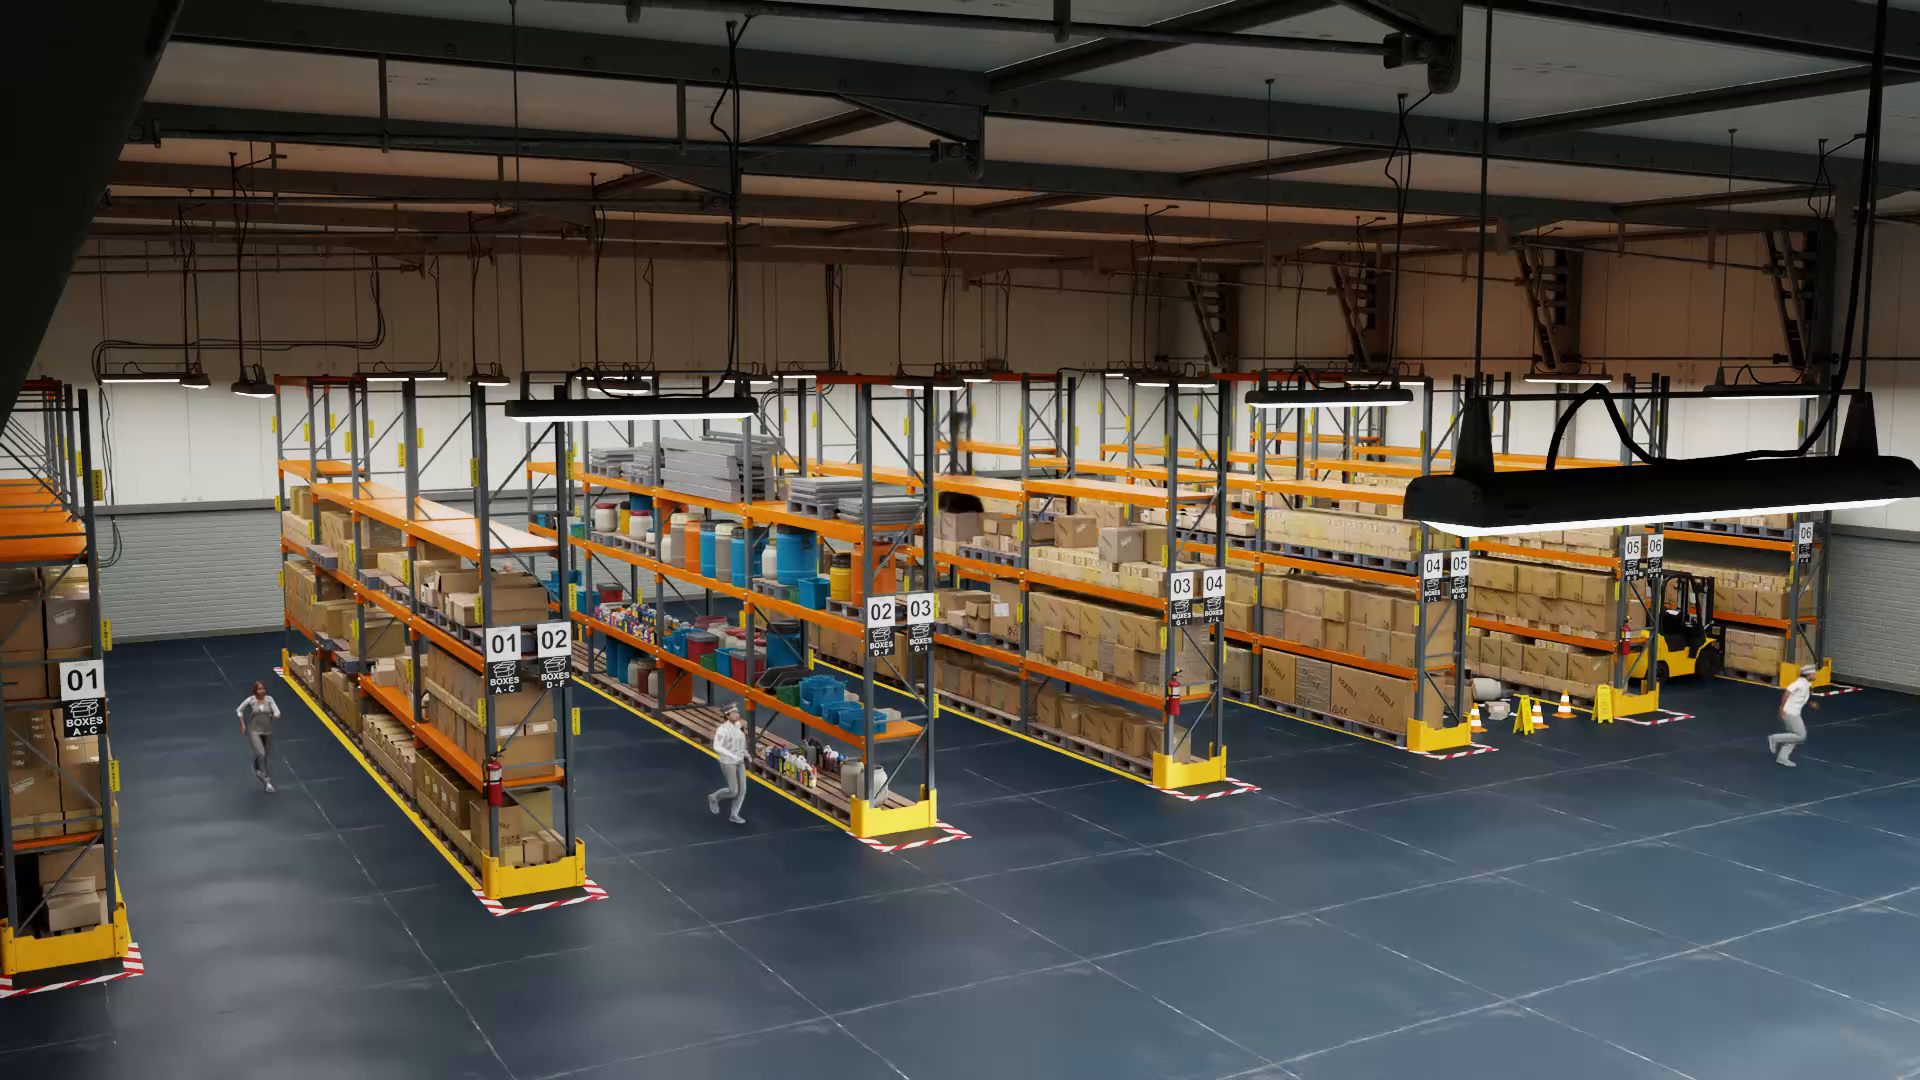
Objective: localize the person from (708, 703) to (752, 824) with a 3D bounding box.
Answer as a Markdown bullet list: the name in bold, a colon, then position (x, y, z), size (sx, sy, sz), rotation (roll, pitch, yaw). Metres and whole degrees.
- **person**: position (-3.140, 3.026, 22.720), size (0.611, 1.654, 0.609), rotation (4, 7, 31)

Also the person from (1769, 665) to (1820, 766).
- **person**: position (12.990, 2.720, 25.890), size (0.689, 1.620, 0.562), rotation (3, 7, 25)

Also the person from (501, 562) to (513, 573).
- **person**: position (-10.066, 1.405, 36.971), size (0.900, 1.846, 0.657), rotation (-2, 7, -18)

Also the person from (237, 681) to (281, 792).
- **person**: position (-10.272, 2.843, 24.411), size (0.529, 1.596, 0.884), rotation (-6, 8, -42)
